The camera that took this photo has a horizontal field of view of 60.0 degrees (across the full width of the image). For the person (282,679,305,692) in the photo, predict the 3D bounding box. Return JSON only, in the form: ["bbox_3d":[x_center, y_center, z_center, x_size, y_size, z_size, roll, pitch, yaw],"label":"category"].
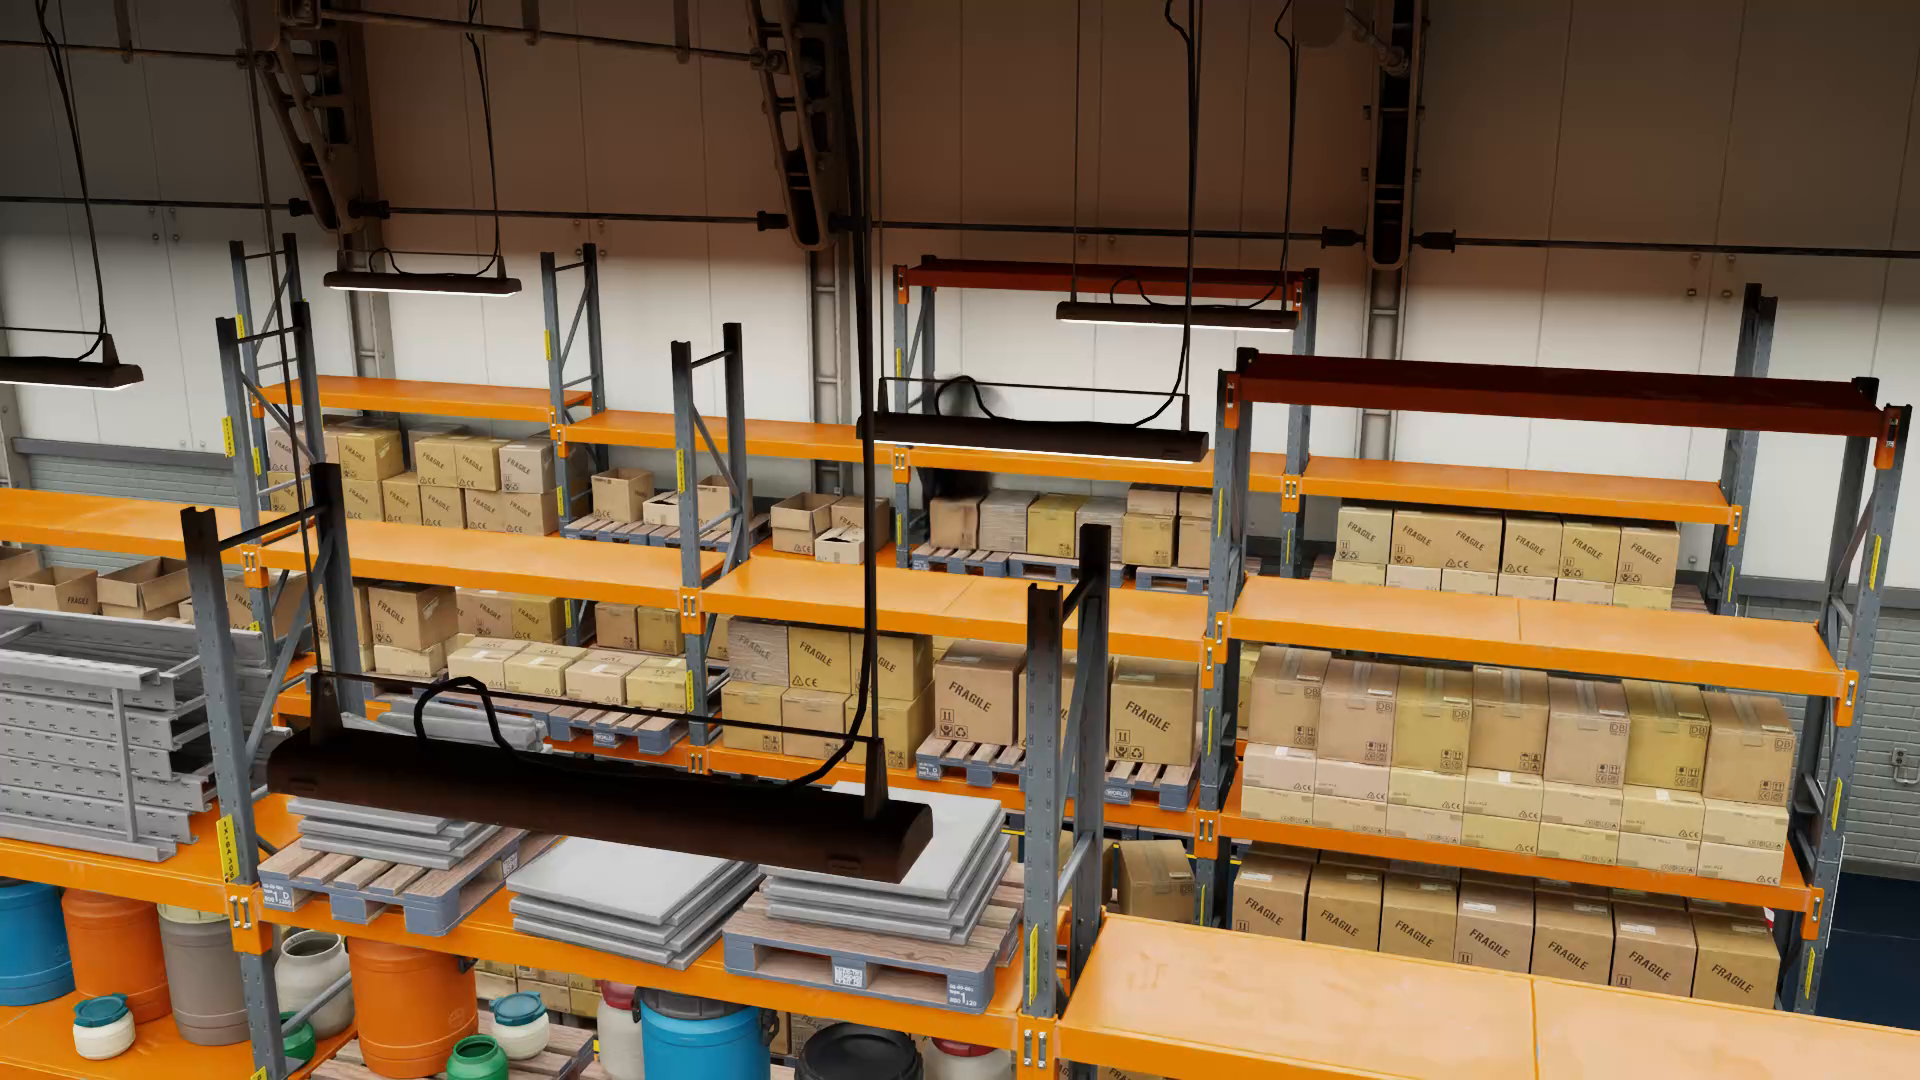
[{"bbox_3d":[-7.177,2.102,18.270,0.496,1.752,0.675,4,17,14],"label":"person"}]
